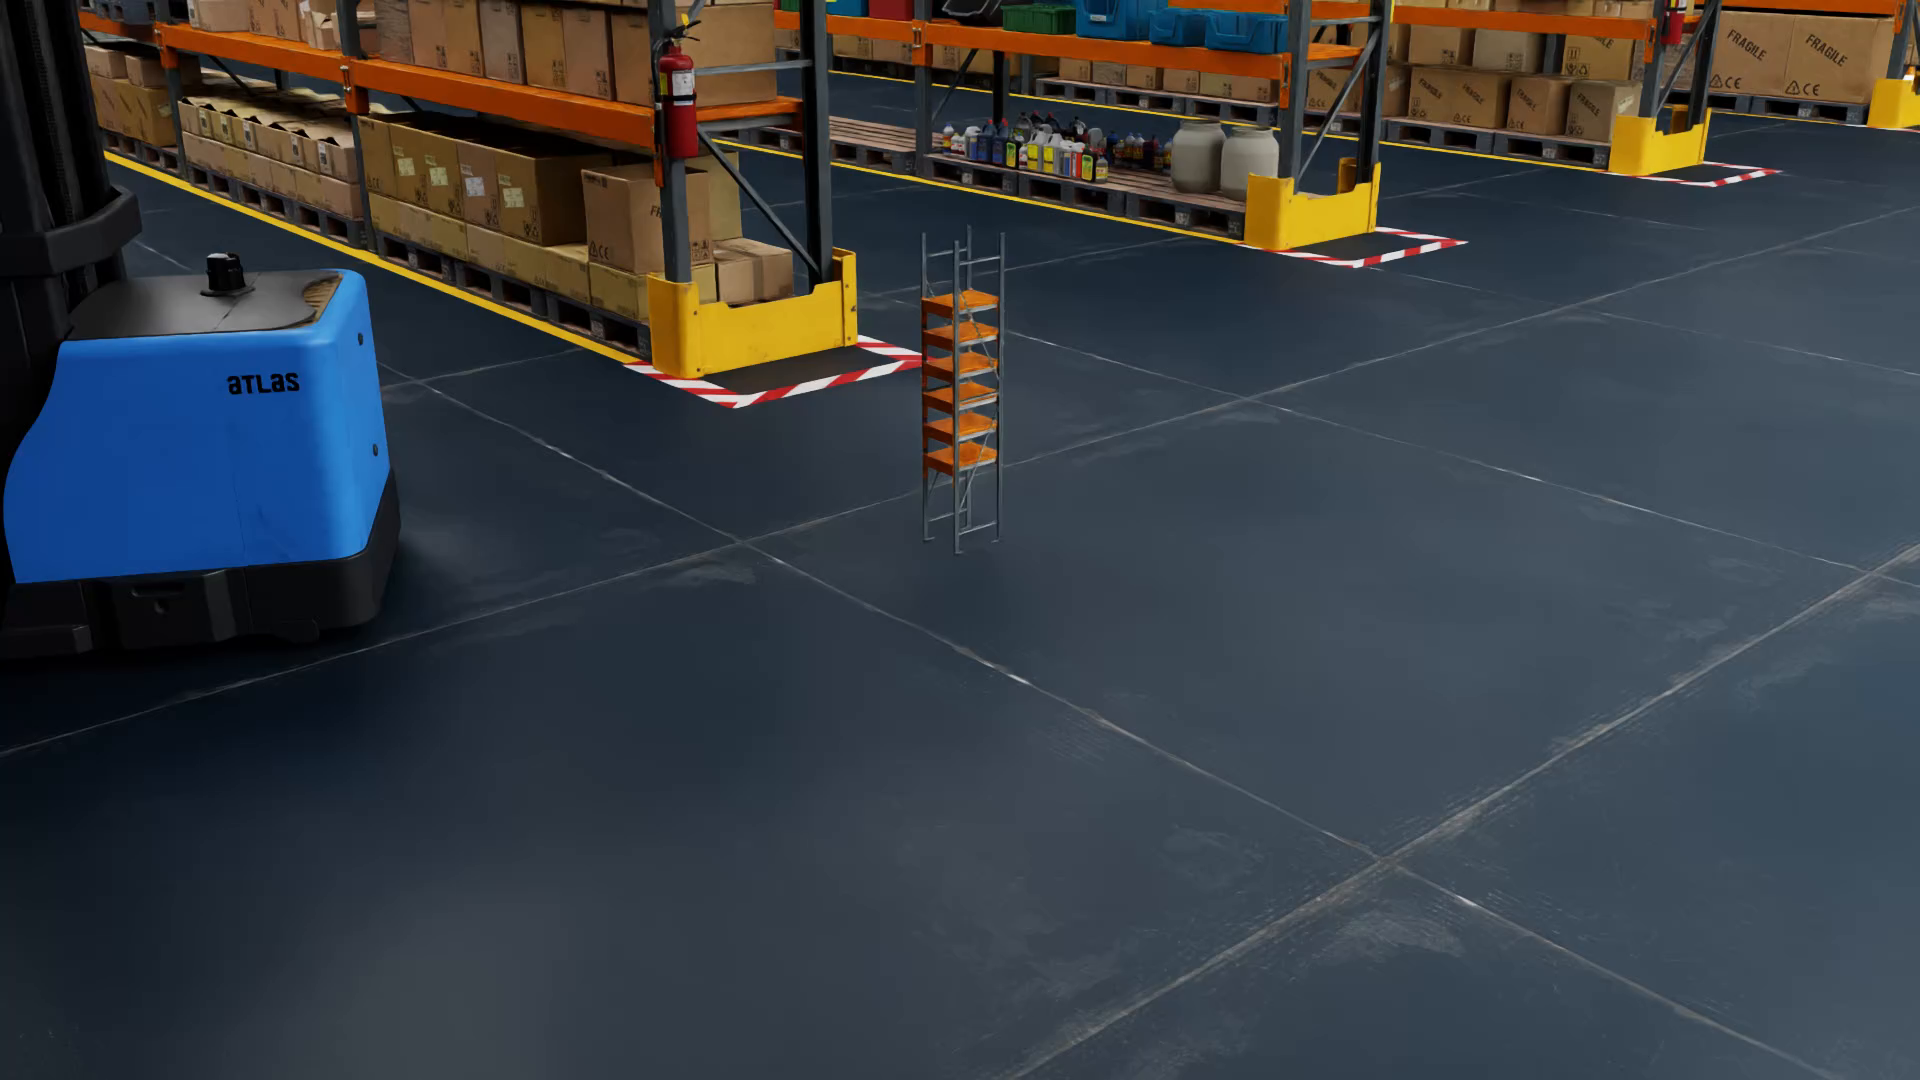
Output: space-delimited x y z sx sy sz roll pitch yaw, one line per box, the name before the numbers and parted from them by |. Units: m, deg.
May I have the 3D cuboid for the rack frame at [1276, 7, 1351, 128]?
rack frame | 3.780 -5.876 17.374 1.000 3.000 0.127 -17 27 -37

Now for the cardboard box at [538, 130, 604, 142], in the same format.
cardboard box | -2.275 -2.294 10.395 0.500 0.500 0.500 -17 27 -37

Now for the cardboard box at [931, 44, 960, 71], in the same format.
cardboard box | 0.158 -6.631 21.639 1.225 0.875 0.875 -17 27 -37

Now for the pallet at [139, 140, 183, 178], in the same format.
pallet | -6.797 -3.541 15.235 1.003 0.211 1.213 -17 27 -37

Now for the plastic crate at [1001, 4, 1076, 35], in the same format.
plastic crate | 0.700 -4.156 13.273 0.450 0.188 0.662 -17 27 -37

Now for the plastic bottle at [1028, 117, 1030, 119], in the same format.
plastic bottle | 0.592 -3.583 14.640 0.061 0.283 0.133 -16 26 -35

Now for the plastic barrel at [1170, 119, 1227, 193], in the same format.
plastic barrel | 1.824 -2.931 12.690 0.421 0.512 0.421 0 21 0

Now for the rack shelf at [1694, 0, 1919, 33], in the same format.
rack shelf | 8.909 -6.141 19.038 1.077 0.370 4.000 -17 27 -37

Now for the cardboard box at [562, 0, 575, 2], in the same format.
cardboard box | -2.011 -3.035 9.094 0.380 0.149 0.250 -17 27 -37

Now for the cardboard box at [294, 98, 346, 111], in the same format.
cardboard box | -5.138 -3.432 13.559 0.500 0.311 0.500 -18 27 -38

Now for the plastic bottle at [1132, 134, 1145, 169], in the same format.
plastic bottle | 1.468 -3.196 13.669 0.097 0.271 0.097 0 21 0

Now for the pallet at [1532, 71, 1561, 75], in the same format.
pallet | 7.043 -5.926 21.324 1.003 0.211 1.213 -17 27 -37

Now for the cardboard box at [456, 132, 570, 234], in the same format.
cardboard box | -2.681 -2.167 10.069 0.500 0.500 0.500 -17 27 -37

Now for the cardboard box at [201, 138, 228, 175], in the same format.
cardboard box | -5.890 -3.186 13.700 0.500 0.250 0.500 -18 28 -39

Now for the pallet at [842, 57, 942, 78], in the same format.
pallet | -0.881 -6.593 23.027 1.003 0.211 1.213 -17 27 -37

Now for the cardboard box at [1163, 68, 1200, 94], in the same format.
cardboard box | 2.733 -5.383 18.938 0.500 0.500 0.700 20 29 41

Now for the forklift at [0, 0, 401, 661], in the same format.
forklift | -3.547 -1.082 5.228 3.031 2.935 1.130 -5 22 -11

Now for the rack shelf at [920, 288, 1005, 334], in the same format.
rack shelf | 0.009 -0.849 6.140 0.258 0.103 0.180 -17 27 -37

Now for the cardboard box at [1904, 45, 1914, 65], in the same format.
cardboard box | 12.489 -6.493 22.143 0.500 0.250 0.500 -19 28 -39

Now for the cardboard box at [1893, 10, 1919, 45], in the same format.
cardboard box | 12.511 -6.838 21.997 0.500 0.500 0.500 -18 28 -39

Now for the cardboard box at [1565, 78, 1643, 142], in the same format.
cardboard box | 5.996 -3.979 15.382 0.500 0.500 0.500 -12 24 -28

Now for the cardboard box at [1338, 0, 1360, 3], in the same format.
cardboard box | 4.030 -5.494 16.741 0.380 0.149 0.250 -17 27 -37

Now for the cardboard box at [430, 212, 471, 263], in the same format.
cardboard box | -3.009 -1.955 10.557 0.500 0.250 0.500 -17 27 -37

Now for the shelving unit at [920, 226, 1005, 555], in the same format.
shelving unit | 0.009 -0.555 6.255 0.258 1.200 0.189 -17 27 -37

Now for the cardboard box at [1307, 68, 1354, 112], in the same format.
cardboard box | 4.011 -4.788 17.447 0.500 0.500 0.500 -18 28 -39

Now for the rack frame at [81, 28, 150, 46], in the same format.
rack frame | -8.949 -5.729 16.999 1.000 3.000 0.127 -17 27 -37

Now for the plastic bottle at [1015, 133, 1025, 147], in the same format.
plastic bottle | 0.488 -3.226 13.745 0.097 0.271 0.097 0 21 0

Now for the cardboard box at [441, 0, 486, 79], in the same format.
cardboard box | -2.759 -3.161 10.304 0.700 0.500 0.500 -17 27 -37

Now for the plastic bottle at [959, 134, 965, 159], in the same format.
plastic bottle | 0.037 -3.350 14.159 0.097 0.201 0.097 0 21 0

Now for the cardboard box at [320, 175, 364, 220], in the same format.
cardboard box | -4.217 -2.480 11.897 0.500 0.250 0.500 -18 28 -38

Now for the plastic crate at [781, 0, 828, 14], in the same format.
plastic crate | -1.323 -5.012 15.459 0.450 0.188 0.662 -17 27 -37

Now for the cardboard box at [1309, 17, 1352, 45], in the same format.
cardboard box | 5.322 -7.093 22.988 1.050 0.750 0.750 -18 28 -38

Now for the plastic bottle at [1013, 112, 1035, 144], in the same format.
plastic bottle | 0.557 -3.525 14.400 0.144 0.351 0.185 -17 27 -37

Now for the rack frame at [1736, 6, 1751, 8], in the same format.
rack frame | 11.288 -8.235 23.397 1.000 3.000 0.127 -17 27 -37

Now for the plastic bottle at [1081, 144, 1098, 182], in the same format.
plastic bottle | 1.018 -2.963 13.057 0.061 0.283 0.133 -17 27 -36

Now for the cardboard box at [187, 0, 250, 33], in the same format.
cardboard box | -5.901 -4.289 13.445 0.500 0.311 0.500 -18 28 -38

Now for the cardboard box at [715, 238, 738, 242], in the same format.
cardboard box | -1.627 -1.667 9.823 0.500 0.250 0.500 -17 27 -37

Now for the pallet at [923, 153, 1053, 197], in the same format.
pallet | 0.435 -3.203 14.373 1.003 0.211 1.213 -17 27 -37

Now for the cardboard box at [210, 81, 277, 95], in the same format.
cardboard box | -6.419 -3.859 15.048 0.500 0.500 0.500 -16 27 -35

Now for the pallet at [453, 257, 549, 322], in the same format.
pallet | -2.439 -1.654 10.417 1.003 0.211 1.213 -17 27 -37

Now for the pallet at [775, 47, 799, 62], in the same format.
pallet | -2.679 -7.354 24.971 1.003 0.211 1.213 -17 27 -37

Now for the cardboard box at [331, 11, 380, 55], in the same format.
cardboard box | -4.082 -3.575 11.704 0.500 0.250 0.500 -15 26 -34

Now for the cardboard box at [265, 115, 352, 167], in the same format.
cardboard box | -4.877 -3.020 12.506 0.500 0.311 0.500 -18 27 -38

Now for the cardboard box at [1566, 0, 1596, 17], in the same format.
cardboard box | 5.684 -4.810 14.995 0.380 0.149 0.250 -17 27 -37

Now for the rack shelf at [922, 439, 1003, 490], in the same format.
rack shelf | 0.009 -0.290 6.359 0.258 0.103 0.180 -17 27 -37

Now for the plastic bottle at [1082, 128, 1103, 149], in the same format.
plastic bottle | 1.106 -3.336 14.021 0.152 0.276 0.135 -17 27 -36

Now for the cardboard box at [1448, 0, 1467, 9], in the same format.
cardboard box | 4.879 -5.159 15.886 0.380 0.149 0.250 -17 27 -37

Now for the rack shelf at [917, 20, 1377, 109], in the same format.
rack shelf | 1.333 -3.810 13.084 1.077 0.370 4.000 -17 27 -37

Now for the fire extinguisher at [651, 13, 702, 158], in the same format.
fire extinguisher | -1.391 -2.235 8.182 0.296 0.674 0.183 -17 27 -37

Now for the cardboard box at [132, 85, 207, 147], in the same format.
cardboard box | -7.126 -3.868 15.070 0.500 0.500 0.500 -16 27 -35

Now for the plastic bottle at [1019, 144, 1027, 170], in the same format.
plastic bottle | 0.531 -3.141 13.625 0.097 0.201 0.097 0 21 0

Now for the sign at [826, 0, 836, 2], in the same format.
sign | -0.692 -2.984 8.695 0.100 0.325 0.005 -17 27 -37
